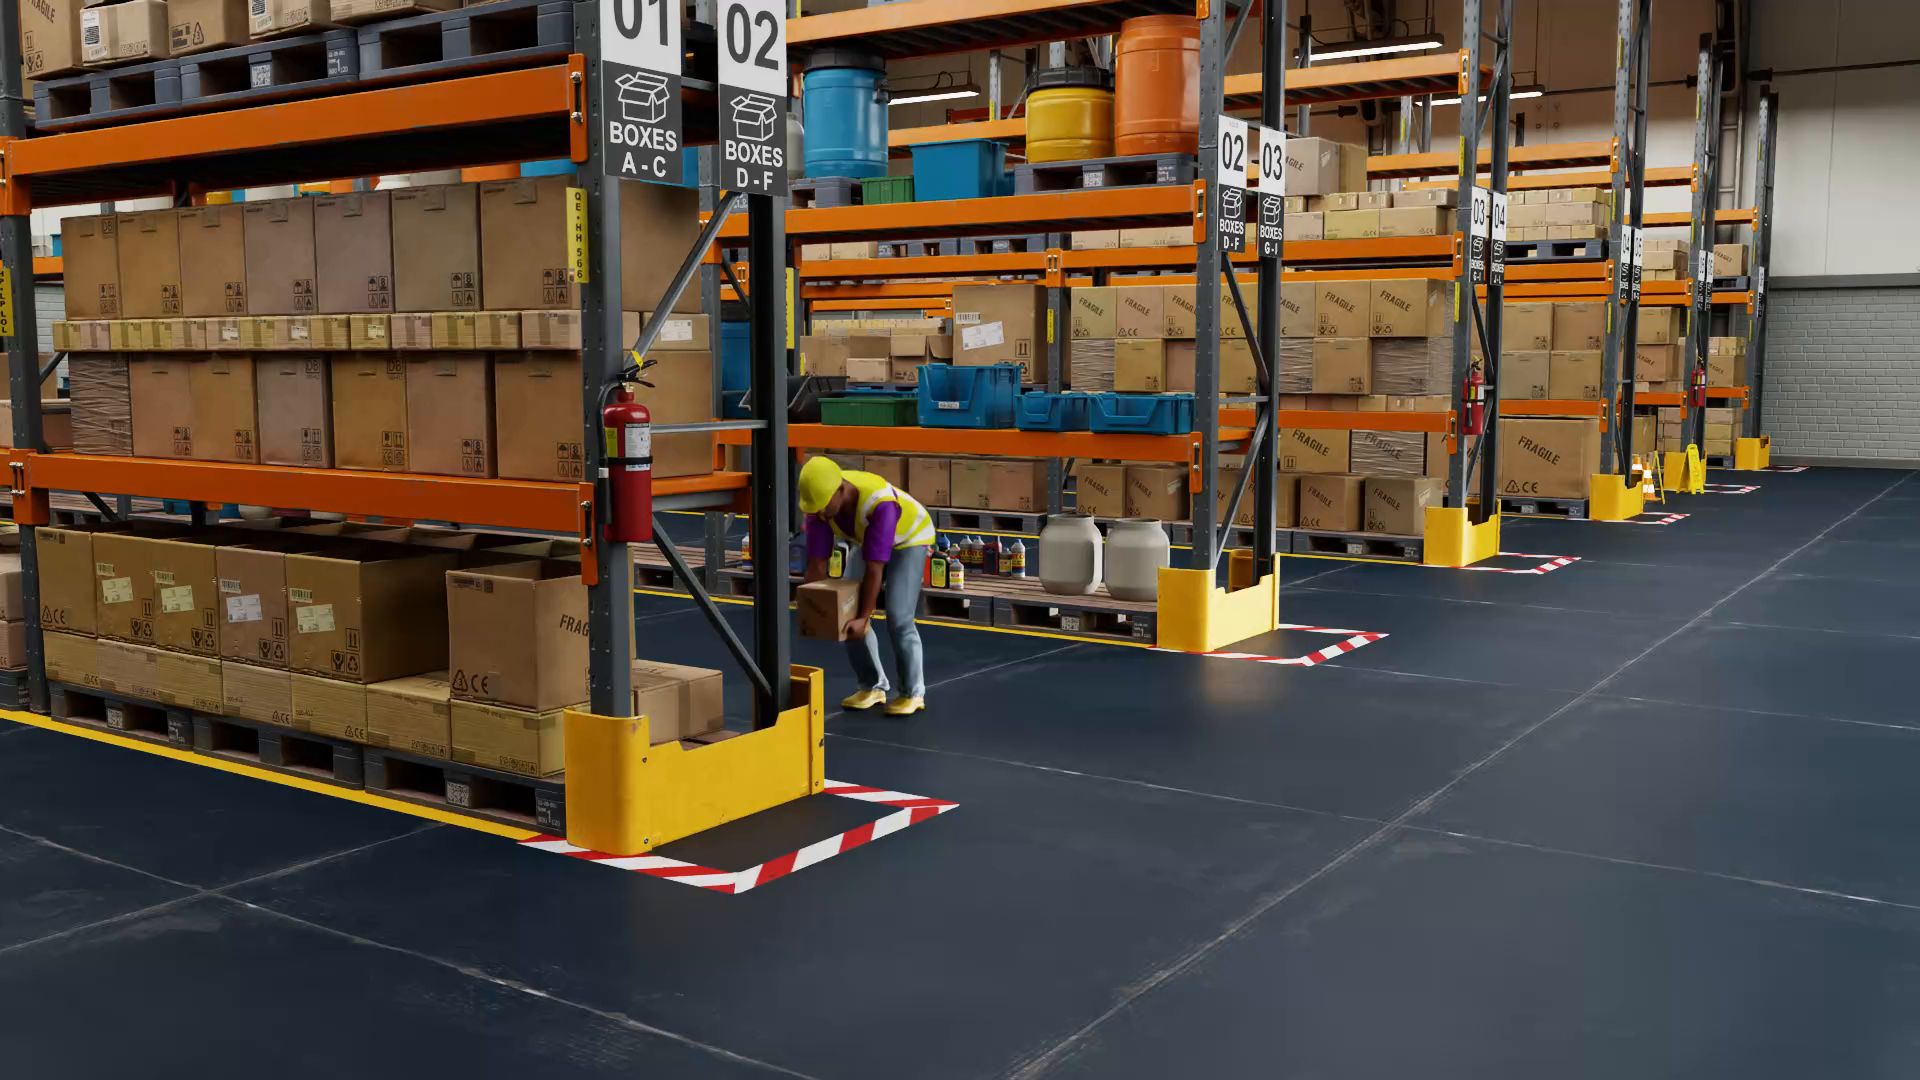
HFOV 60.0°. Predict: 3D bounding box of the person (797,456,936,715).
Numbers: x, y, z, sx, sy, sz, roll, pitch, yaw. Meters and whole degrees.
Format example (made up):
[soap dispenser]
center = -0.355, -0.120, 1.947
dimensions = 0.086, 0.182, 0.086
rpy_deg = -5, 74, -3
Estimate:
[person]
center = -0.480, 0.226, 8.192
dimensions = 0.492, 1.311, 0.923
rpy_deg = 4, 7, 31
